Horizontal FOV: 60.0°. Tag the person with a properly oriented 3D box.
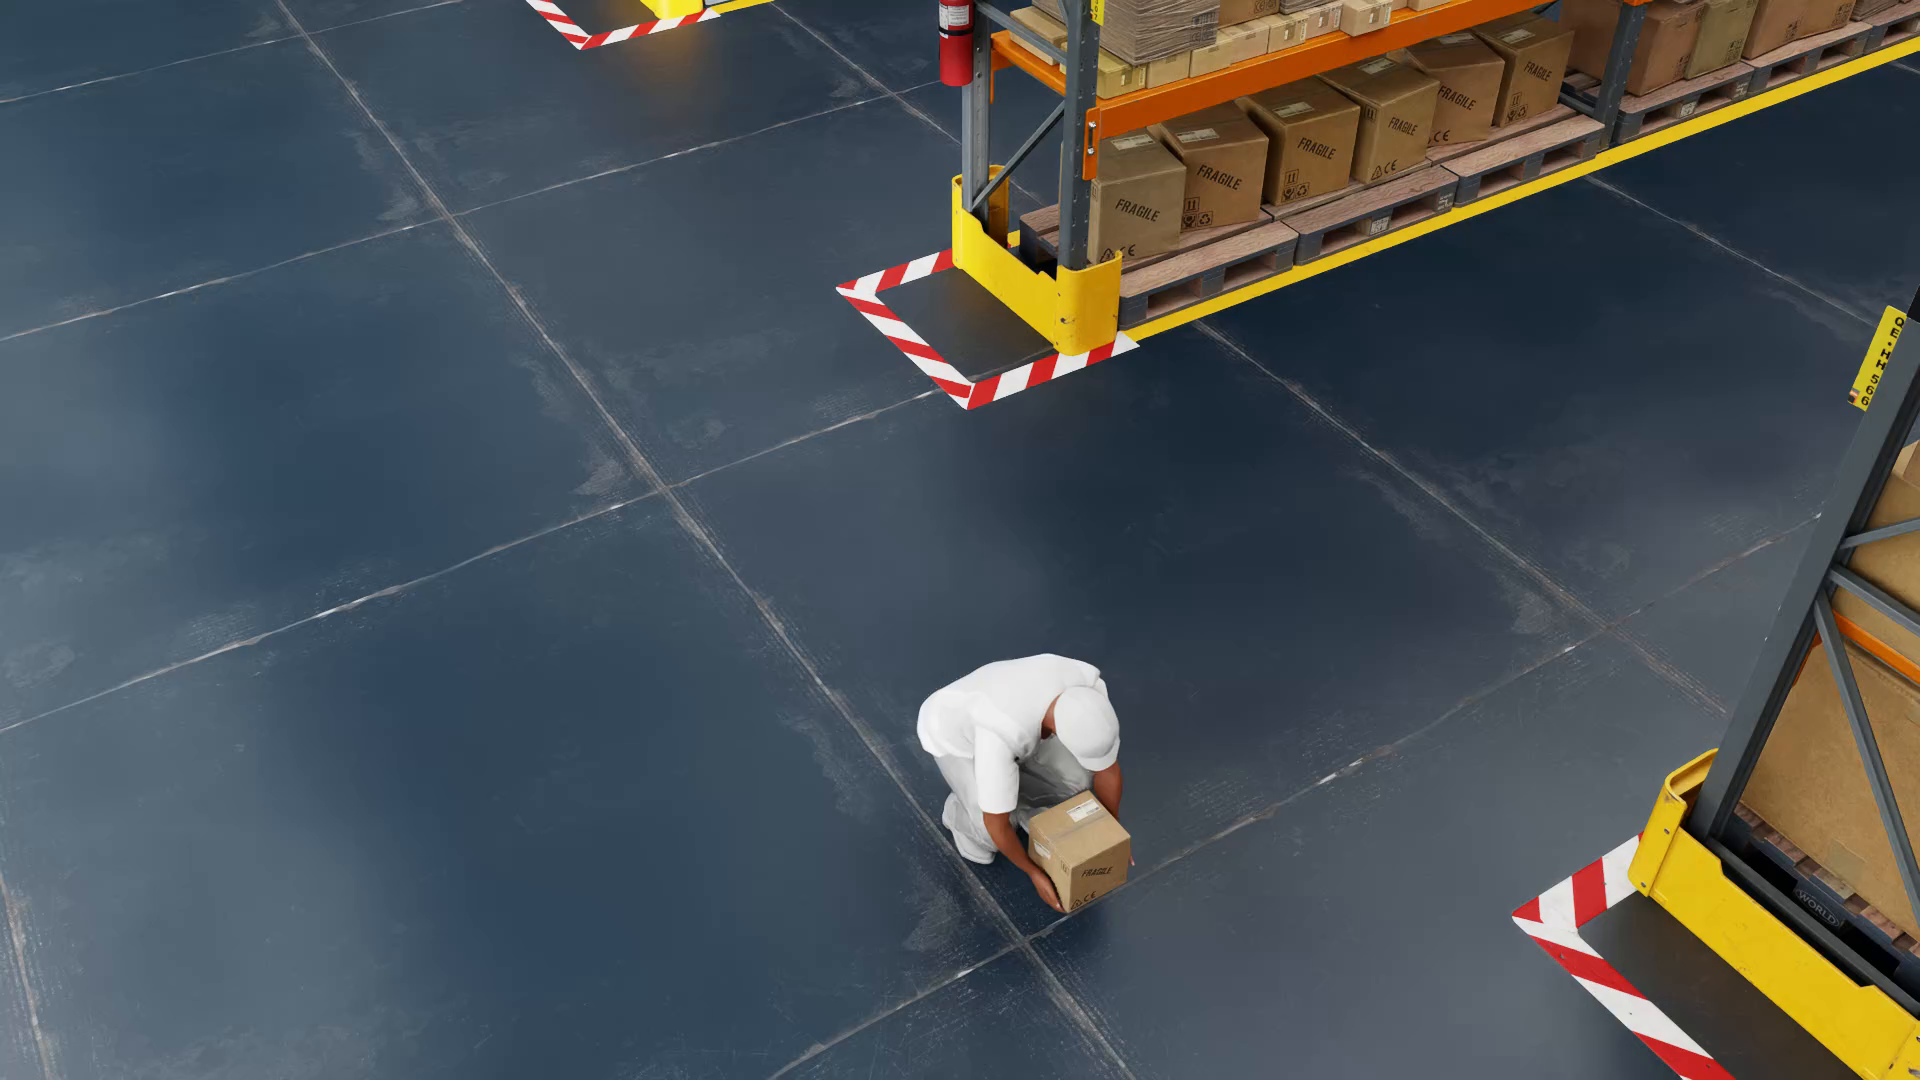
[{"bbox_3d":[0.242,0.755,5.855,0.586,0.997,0.888,-22,45,-24],"label":"person"}]
